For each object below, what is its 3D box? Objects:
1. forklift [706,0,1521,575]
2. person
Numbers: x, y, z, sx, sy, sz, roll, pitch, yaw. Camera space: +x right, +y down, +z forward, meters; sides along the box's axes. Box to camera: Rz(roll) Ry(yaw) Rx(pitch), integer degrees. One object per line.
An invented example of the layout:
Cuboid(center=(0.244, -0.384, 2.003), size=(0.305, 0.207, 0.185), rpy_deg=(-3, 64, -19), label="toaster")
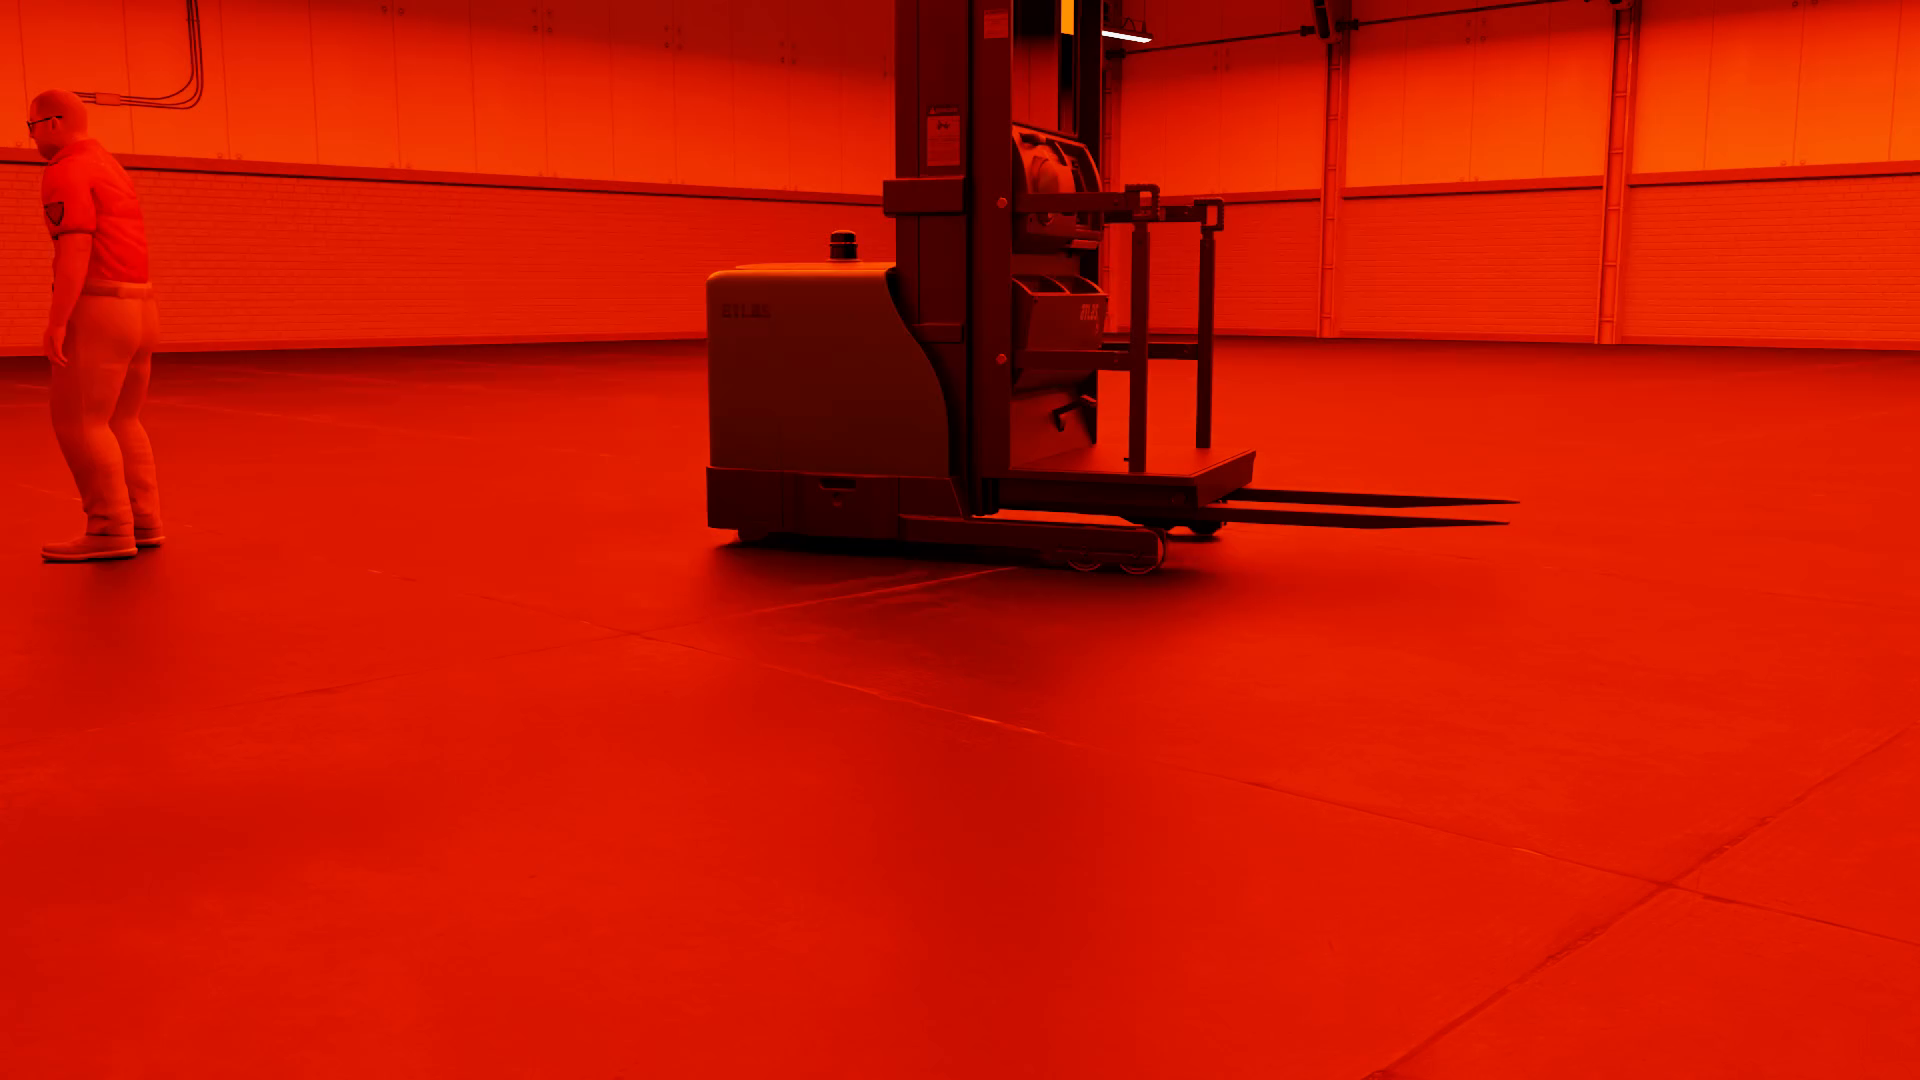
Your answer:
Cuboid(center=(0.565, -1.416, 6.275), size=(3.031, 2.935, 1.130), rpy_deg=(3, 9, 22), label="forklift")
Cuboid(center=(-3.253, -0.804, 6.251), size=(0.391, 1.727, 0.585), rpy_deg=(-1, 9, -4), label="person")
